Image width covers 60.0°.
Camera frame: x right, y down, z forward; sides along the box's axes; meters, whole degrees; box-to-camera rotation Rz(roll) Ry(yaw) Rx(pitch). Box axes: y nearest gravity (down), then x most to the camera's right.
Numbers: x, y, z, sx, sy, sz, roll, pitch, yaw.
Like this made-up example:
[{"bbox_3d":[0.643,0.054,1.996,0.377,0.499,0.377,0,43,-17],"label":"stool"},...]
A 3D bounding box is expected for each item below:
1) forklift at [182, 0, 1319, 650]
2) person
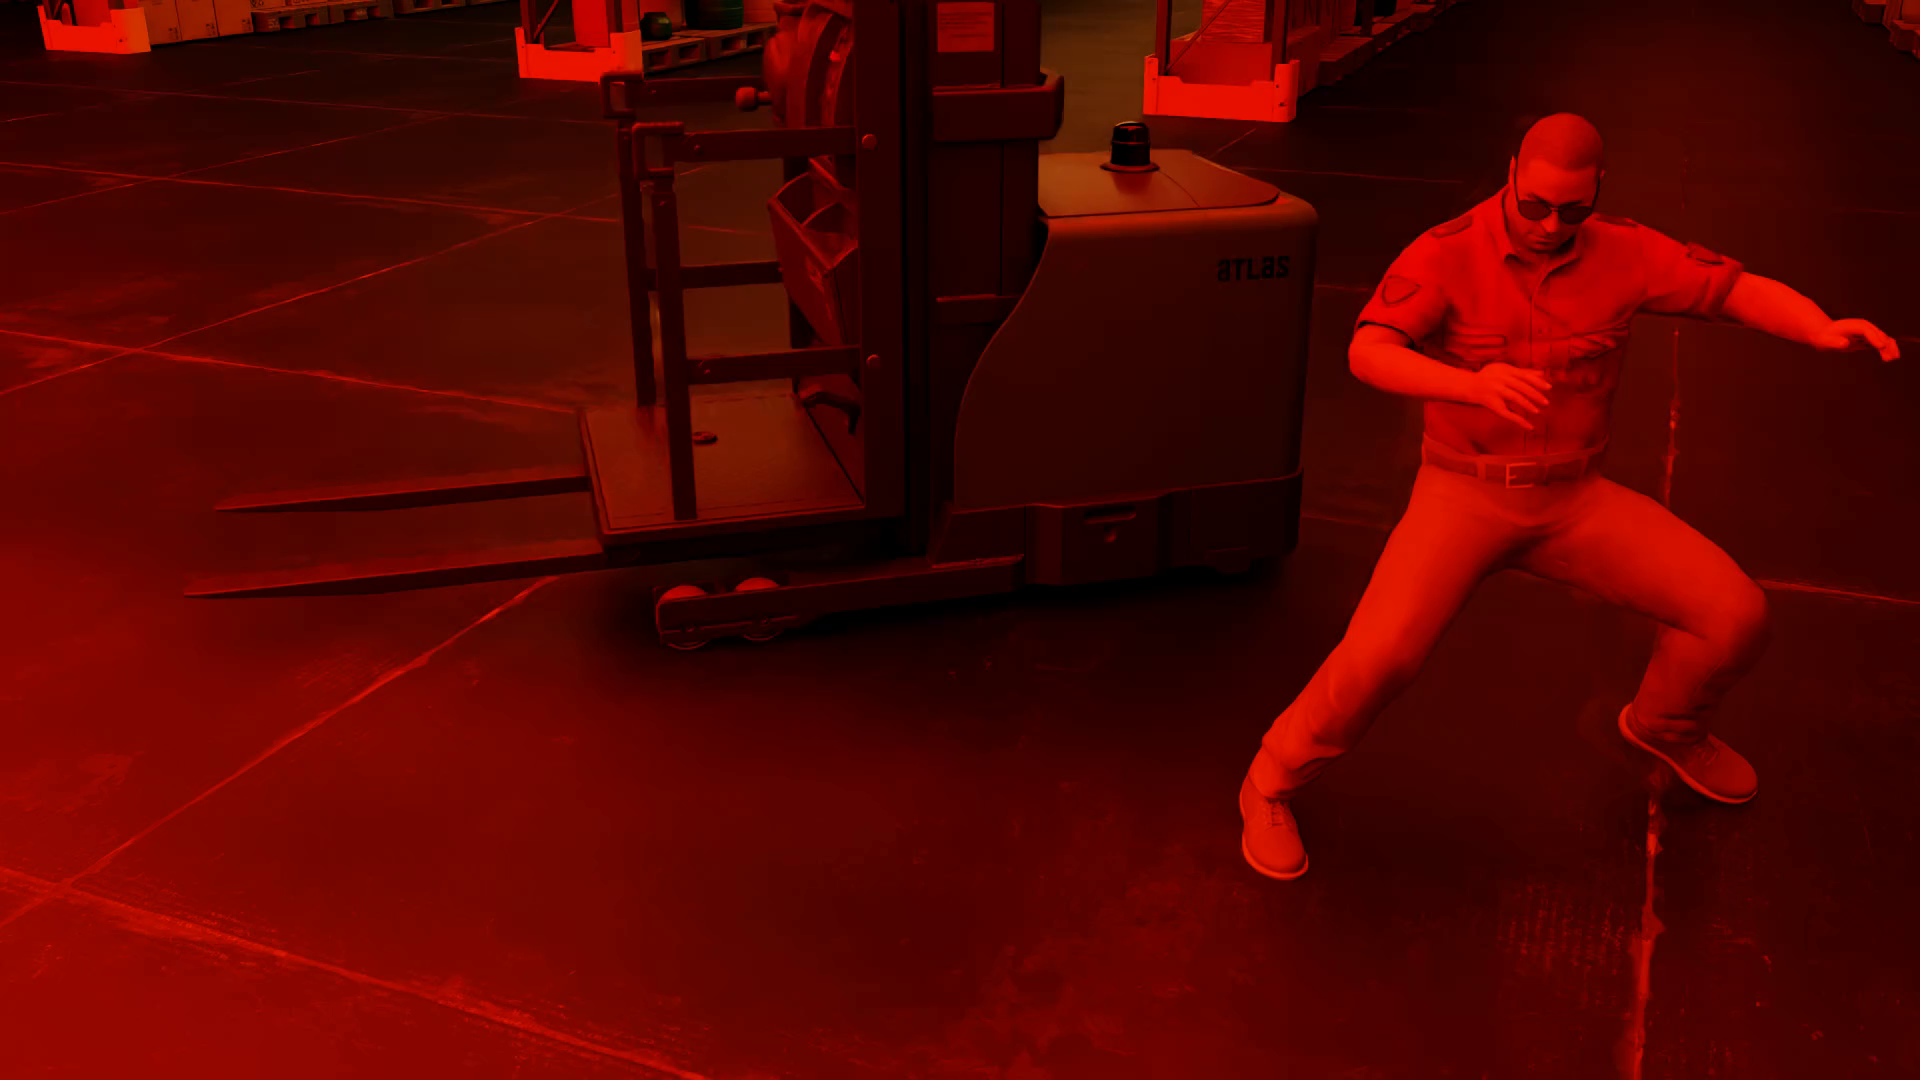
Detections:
[{"bbox_3d":[-0.587,-1.288,4.374,3.031,2.935,1.130,-6,23,-14],"label":"forklift"},{"bbox_3d":[1.184,-0.069,3.340,1.146,1.506,0.688,2,23,5],"label":"person"}]
